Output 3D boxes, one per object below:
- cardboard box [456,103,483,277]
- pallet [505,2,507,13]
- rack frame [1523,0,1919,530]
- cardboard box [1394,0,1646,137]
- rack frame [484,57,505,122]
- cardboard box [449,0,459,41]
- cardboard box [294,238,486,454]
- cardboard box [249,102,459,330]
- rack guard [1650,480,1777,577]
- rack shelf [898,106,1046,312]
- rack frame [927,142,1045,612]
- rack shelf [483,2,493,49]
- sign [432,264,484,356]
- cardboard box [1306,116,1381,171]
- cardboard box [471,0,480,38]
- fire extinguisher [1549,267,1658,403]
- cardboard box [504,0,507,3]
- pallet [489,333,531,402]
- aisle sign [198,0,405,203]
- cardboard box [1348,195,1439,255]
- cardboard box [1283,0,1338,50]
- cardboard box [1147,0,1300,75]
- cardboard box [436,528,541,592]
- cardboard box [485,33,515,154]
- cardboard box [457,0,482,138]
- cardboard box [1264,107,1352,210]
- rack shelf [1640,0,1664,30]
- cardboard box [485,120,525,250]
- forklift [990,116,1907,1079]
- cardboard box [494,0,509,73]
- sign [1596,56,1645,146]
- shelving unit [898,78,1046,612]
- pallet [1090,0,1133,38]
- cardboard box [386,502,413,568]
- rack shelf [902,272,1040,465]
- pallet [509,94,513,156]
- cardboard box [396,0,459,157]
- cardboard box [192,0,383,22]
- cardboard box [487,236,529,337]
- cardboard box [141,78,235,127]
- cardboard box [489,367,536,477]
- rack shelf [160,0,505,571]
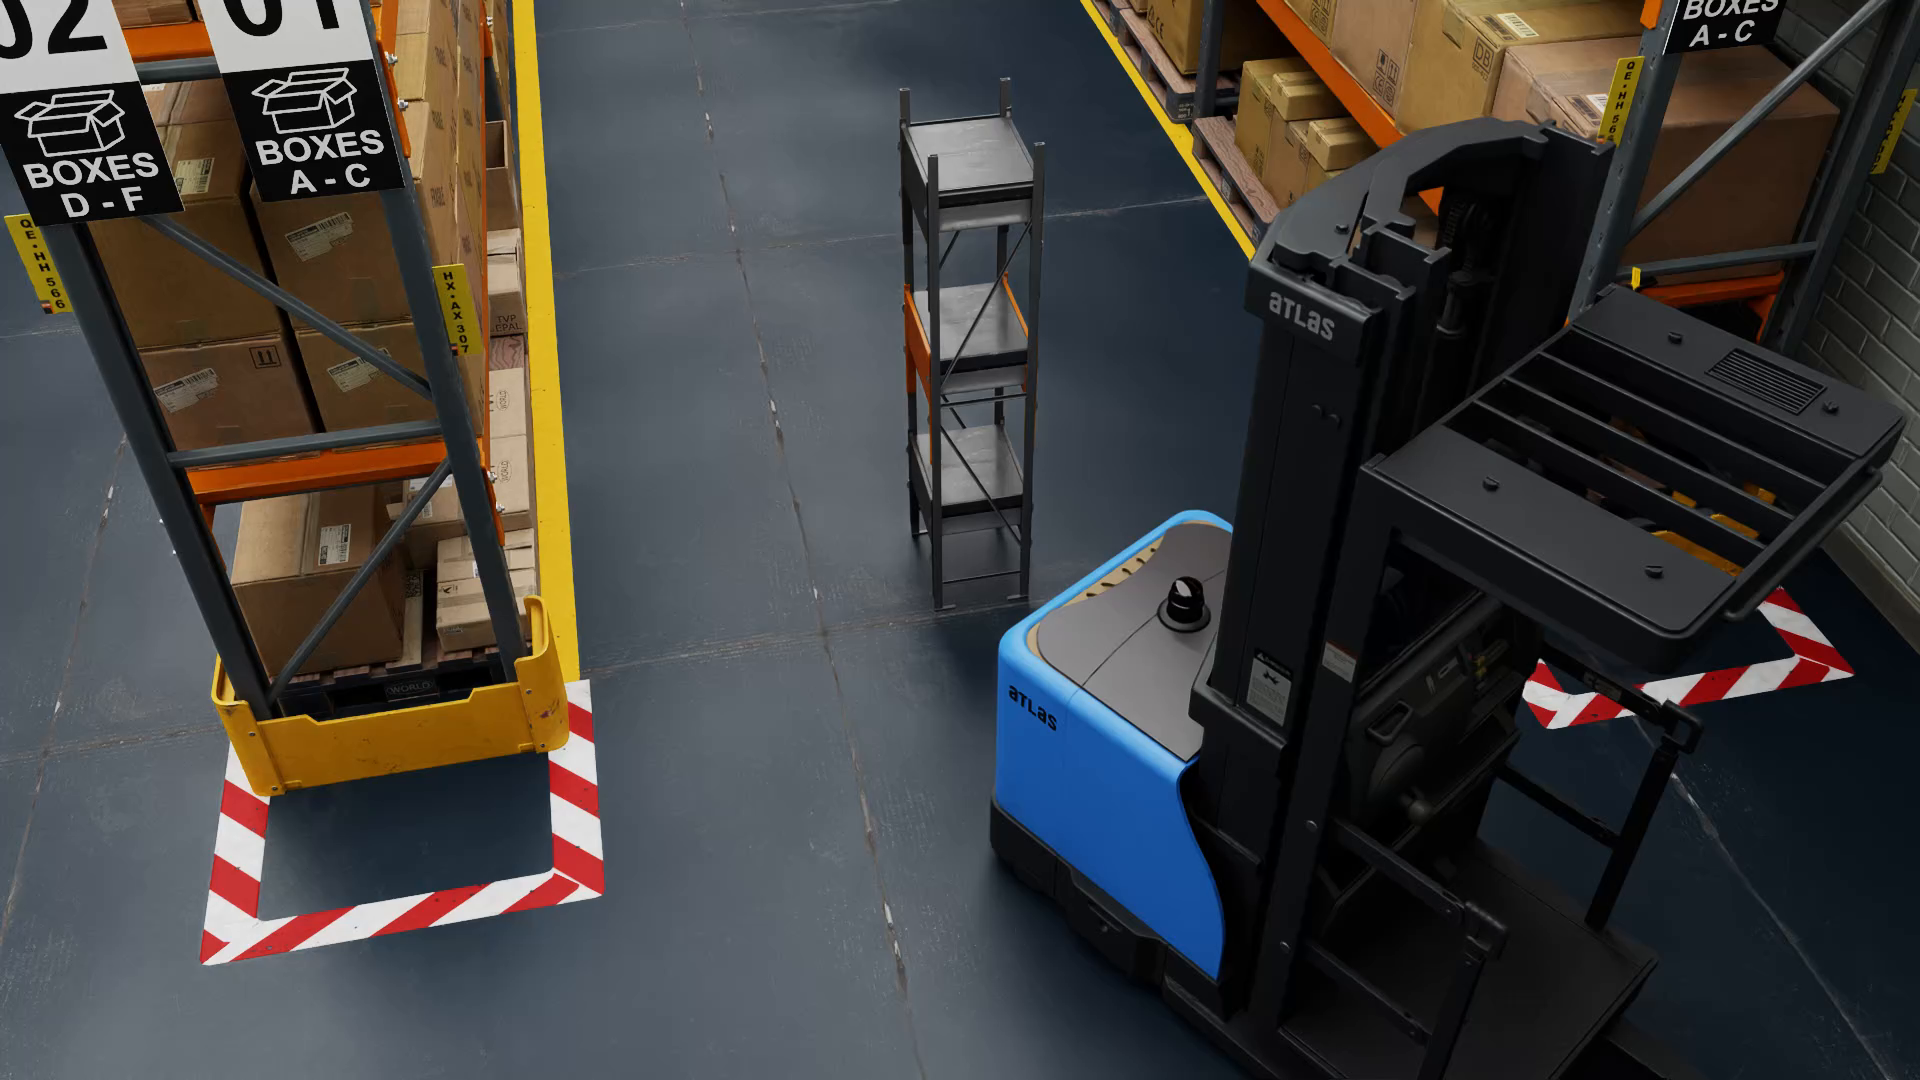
[{"bbox_3d":[-2.142,-1.328,6.411,0.500,0.500,0.500,-8,42,-9],"label":"cardboard box"},{"bbox_3d":[-3.685,-3.959,11.551,1.003,0.211,1.213,-8,42,-9],"label":"pallet"},{"bbox_3d":[2.754,-1.018,6.137,1.000,3.000,0.127,-8,42,-9],"label":"rack frame"},{"bbox_3d":[2.466,-1.929,6.938,0.980,0.700,0.700,-9,42,-10],"label":"cardboard box"},{"bbox_3d":[-2.945,-2.898,8.255,1.000,3.000,0.127,-8,42,-9],"label":"rack frame"},{"bbox_3d":[-2.362,-2.360,6.821,0.500,0.500,0.500,-8,42,-9],"label":"cardboard box"},{"bbox_3d":[-1.920,-0.668,5.668,0.500,0.500,0.500,-8,42,-8],"label":"cardboard box"},{"bbox_3d":[-1.920,-1.042,5.336,0.500,0.500,0.500,-7,42,-8],"label":"cardboard box"},{"bbox_3d":[2.759,-0.067,6.949,1.175,0.500,0.348,-8,42,-9],"label":"rack guard"},{"bbox_3d":[0.036,-1.191,5.976,0.431,0.518,0.480,-8,42,-9],"label":"rack shelf"},{"bbox_3d":[0.088,-0.520,6.254,0.400,2.100,0.015,-8,42,-9],"label":"rack frame"},{"bbox_3d":[-3.377,-3.926,9.955,1.077,0.370,4.000,-8,42,-9],"label":"rack shelf"},{"bbox_3d":[-1.552,-0.707,5.135,0.100,0.325,0.005,-8,42,-9],"label":"sign"},{"bbox_3d":[1.961,-1.989,8.310,0.380,0.149,0.250,-9,42,-11],"label":"cardboard box"},{"bbox_3d":[-2.587,-2.648,7.899,0.500,0.500,0.500,-8,42,-9],"label":"cardboard box"},{"bbox_3d":[2.336,-0.685,6.102,0.296,0.674,0.183,-8,42,-9],"label":"fire extinguisher"},{"bbox_3d":[-3.266,-3.813,10.837,0.500,0.500,0.500,-10,43,-11],"label":"cardboard box"},{"bbox_3d":[-2.531,-0.618,7.787,1.003,0.211,1.213,-8,42,-9],"label":"pallet"},{"bbox_3d":[-1.781,-1.275,4.469,0.394,0.787,0.004,-8,42,-9],"label":"aisle sign"},{"bbox_3d":[2.288,-1.329,8.055,0.700,0.500,0.500,-10,42,-11],"label":"cardboard box"},{"bbox_3d":[2.144,-2.895,8.025,0.980,0.700,0.700,-9,42,-10],"label":"cardboard box"},{"bbox_3d":[1.623,-3.366,10.086,0.750,0.750,0.750,-8,42,-9],"label":"cardboard box"},{"bbox_3d":[-1.891,0.107,6.673,0.380,0.166,0.250,-8,42,-9],"label":"cardboard box"},{"bbox_3d":[-2.812,-2.476,9.332,0.500,0.500,0.500,-10,43,-11],"label":"cardboard box"},{"bbox_3d":[-2.361,-1.982,7.148,0.500,0.500,0.500,-7,42,-8],"label":"cardboard box"},{"bbox_3d":[2.057,-2.007,8.818,0.700,0.500,0.500,-9,42,-10],"label":"cardboard box"},{"bbox_3d":[2.322,-3.167,6.840,1.077,0.370,4.000,-8,42,-9],"label":"rack shelf"},{"bbox_3d":[-2.545,-1.799,8.569,0.500,0.500,0.500,-8,42,-9],"label":"cardboard box"},{"bbox_3d":[1.489,0.504,4.474,1.130,2.935,3.031,-32,51,-31],"label":"forklift"},{"bbox_3d":[-3.038,-3.146,10.086,0.500,0.500,0.500,-8,42,-9],"label":"cardboard box"},{"bbox_3d":[2.221,-1.470,5.596,0.100,0.325,0.005,-8,42,-9],"label":"sign"},{"bbox_3d":[0.036,-0.678,6.432,0.431,2.100,0.503,-8,42,-9],"label":"shelving unit"},{"bbox_3d":[1.384,-3.849,11.427,1.003,0.211,1.213,-8,42,-9],"label":"pallet"},{"bbox_3d":[-2.440,-0.003,6.797,0.380,0.166,0.250,-8,42,-9],"label":"cardboard box"},{"bbox_3d":[0.036,-0.668,6.441,0.431,0.518,0.480,-8,42,-9],"label":"rack shelf"},{"bbox_3d":[-3.158,-2.377,9.769,1.003,0.211,1.213,-8,42,-9],"label":"pallet"},{"bbox_3d":[-2.144,-1.705,6.083,0.500,0.500,0.500,-8,42,-9],"label":"cardboard box"},{"bbox_3d":[-1.945,-1.740,4.805,0.500,0.250,0.500,-8,42,-9],"label":"cardboard box"},{"bbox_3d":[-2.384,-1.242,8.084,0.500,0.311,0.500,-8,42,-9],"label":"cardboard box"},{"bbox_3d":[-2.557,-1.293,5.619,0.500,0.500,0.500,-7,42,-8],"label":"cardboard box"},{"bbox_3d":[-2.138,-0.483,7.274,0.500,0.250,0.500,-8,42,-9],"label":"cardboard box"},{"bbox_3d":[-2.514,-1.333,7.034,1.077,0.370,4.000,-8,42,-9],"label":"rack shelf"}]
